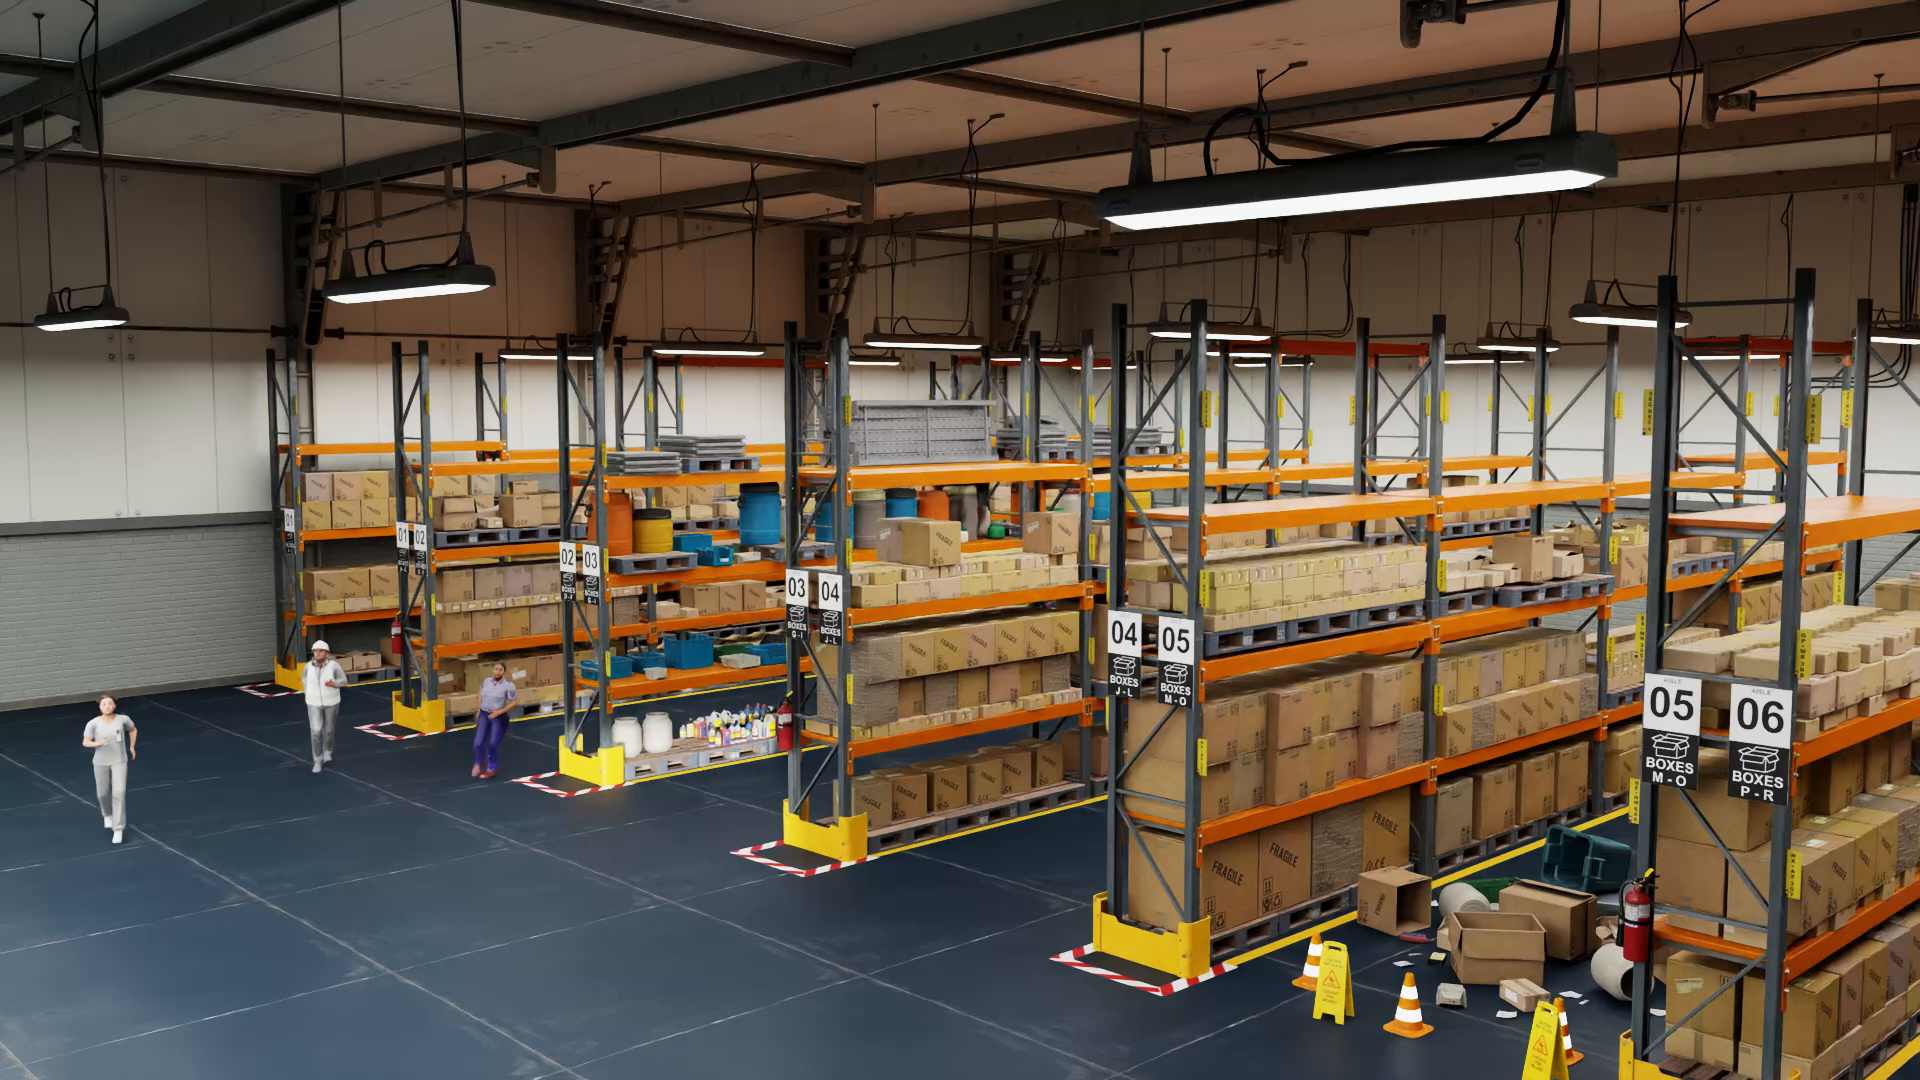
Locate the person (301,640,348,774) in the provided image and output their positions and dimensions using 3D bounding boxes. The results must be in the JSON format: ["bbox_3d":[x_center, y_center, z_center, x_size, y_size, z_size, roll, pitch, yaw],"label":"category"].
[{"bbox_3d":[-8.807,2.300,23.065,0.628,1.843,0.781,-2,5,-17],"label":"person"}]

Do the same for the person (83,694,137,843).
[{"bbox_3d":[-9.925,2.624,19.438,0.558,1.670,0.952,-2,5,-24],"label":"person"}]

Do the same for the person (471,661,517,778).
[{"bbox_3d":[-6.300,2.432,22.403,0.669,1.583,0.537,0,5,4],"label":"person"}]
